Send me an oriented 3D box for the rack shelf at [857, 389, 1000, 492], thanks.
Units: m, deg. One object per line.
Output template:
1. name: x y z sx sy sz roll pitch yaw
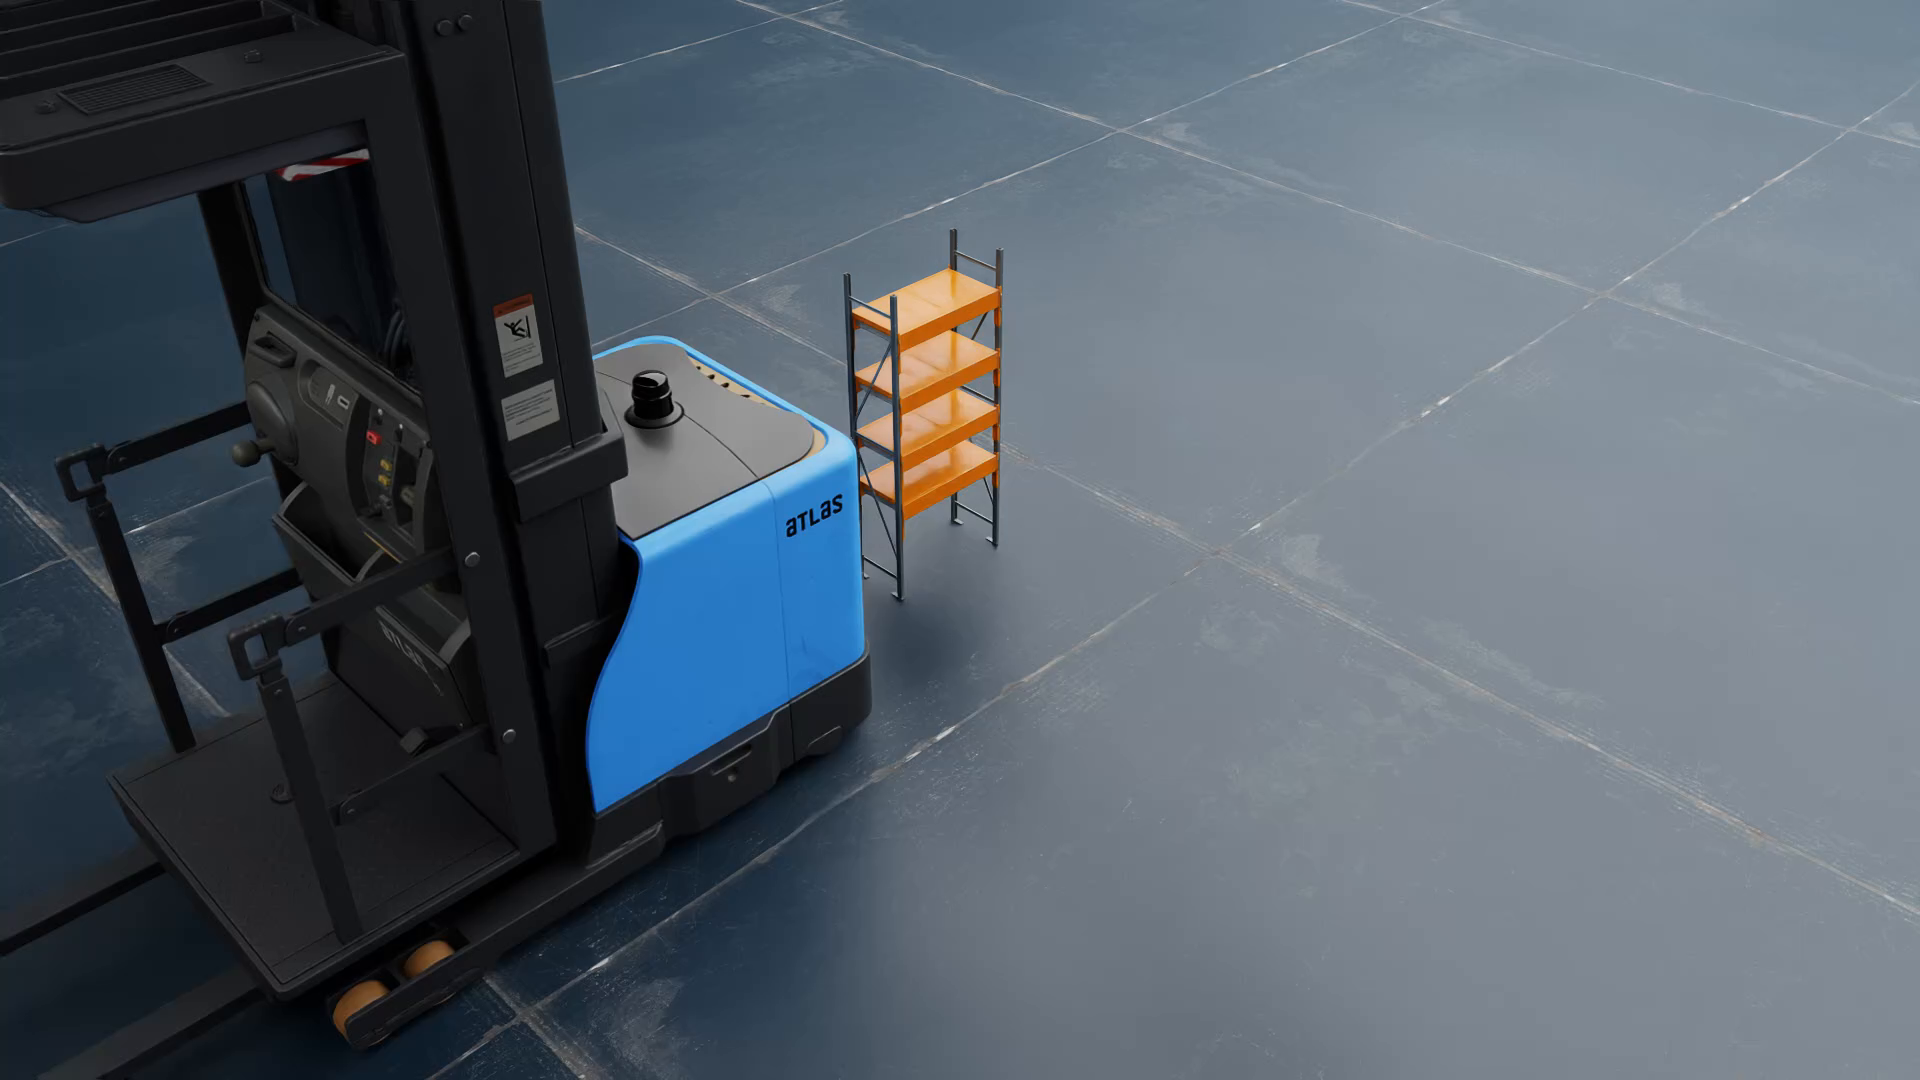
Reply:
1. rack shelf: -0.117 -0.370 5.849 0.258 0.148 0.480 30 45 35

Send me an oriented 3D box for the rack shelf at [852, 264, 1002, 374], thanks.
1. rack shelf: -0.117 -0.747 5.586 0.258 0.148 0.480 30 45 35

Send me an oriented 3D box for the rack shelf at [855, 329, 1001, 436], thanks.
1. rack shelf: -0.117 -0.553 5.721 0.258 0.148 0.480 30 45 35

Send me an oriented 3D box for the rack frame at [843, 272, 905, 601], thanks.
1. rack frame: -0.289 -0.326 5.668 0.240 1.200 0.015 30 45 35

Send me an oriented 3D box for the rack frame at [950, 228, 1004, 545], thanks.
1. rack frame: 0.055 -0.524 5.952 0.240 1.200 0.015 30 45 35

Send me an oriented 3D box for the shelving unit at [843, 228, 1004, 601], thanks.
1. shelving unit: -0.117 -0.425 5.810 0.258 1.200 0.503 30 45 35

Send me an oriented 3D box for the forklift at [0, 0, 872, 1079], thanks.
1. forklift: -1.690 -0.216 3.998 3.031 2.935 1.130 -29 44 -35

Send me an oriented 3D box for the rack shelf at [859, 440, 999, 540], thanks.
1. rack shelf: -0.117 -0.207 5.963 0.258 0.148 0.480 30 45 35
